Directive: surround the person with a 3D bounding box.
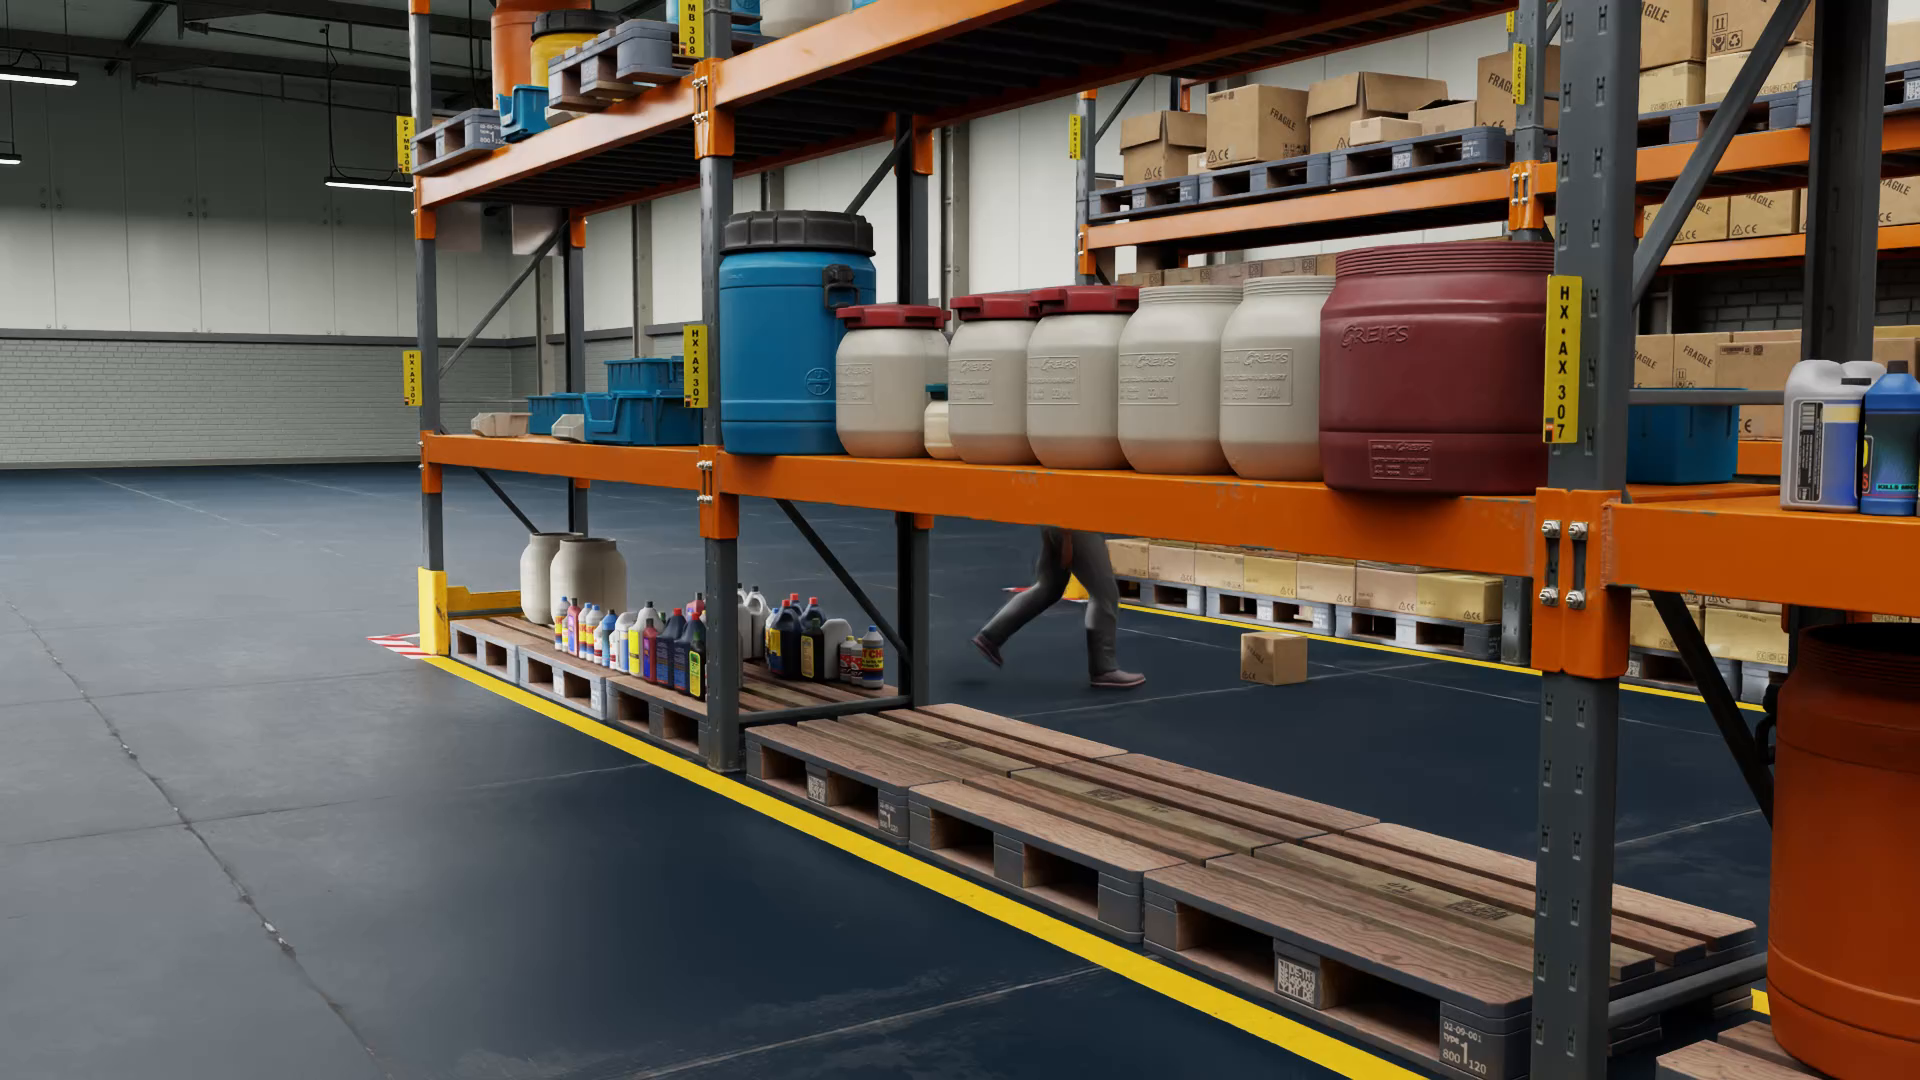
[{"bbox_3d":[0.514,-0.057,8.784,0.881,1.619,0.590,0,5,-6],"label":"person"}]
